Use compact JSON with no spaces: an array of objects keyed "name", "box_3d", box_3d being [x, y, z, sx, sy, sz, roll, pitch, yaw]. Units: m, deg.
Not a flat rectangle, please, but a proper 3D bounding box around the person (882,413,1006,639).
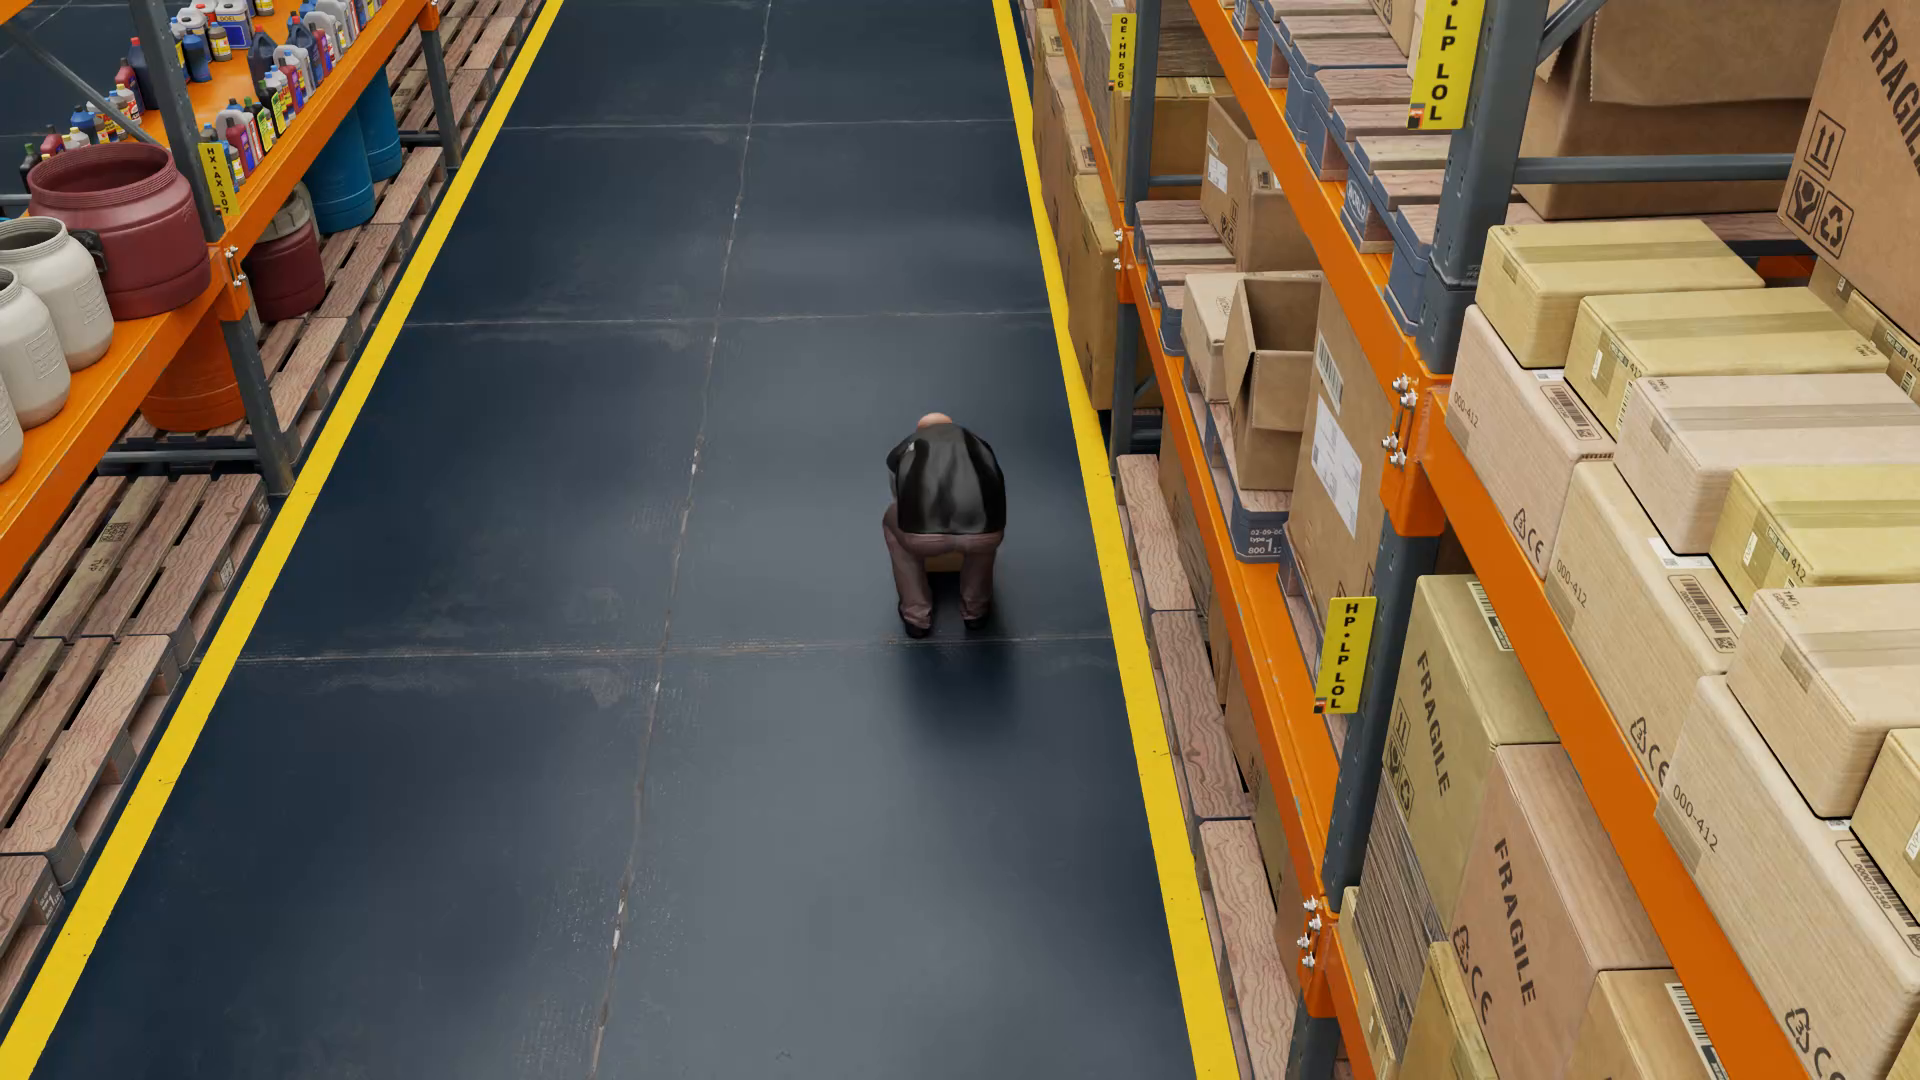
[{"name":"person","box_3d":[-0.075,-0.097,7.063,0.512,0.884,0.952,-3,35,-4]}]
